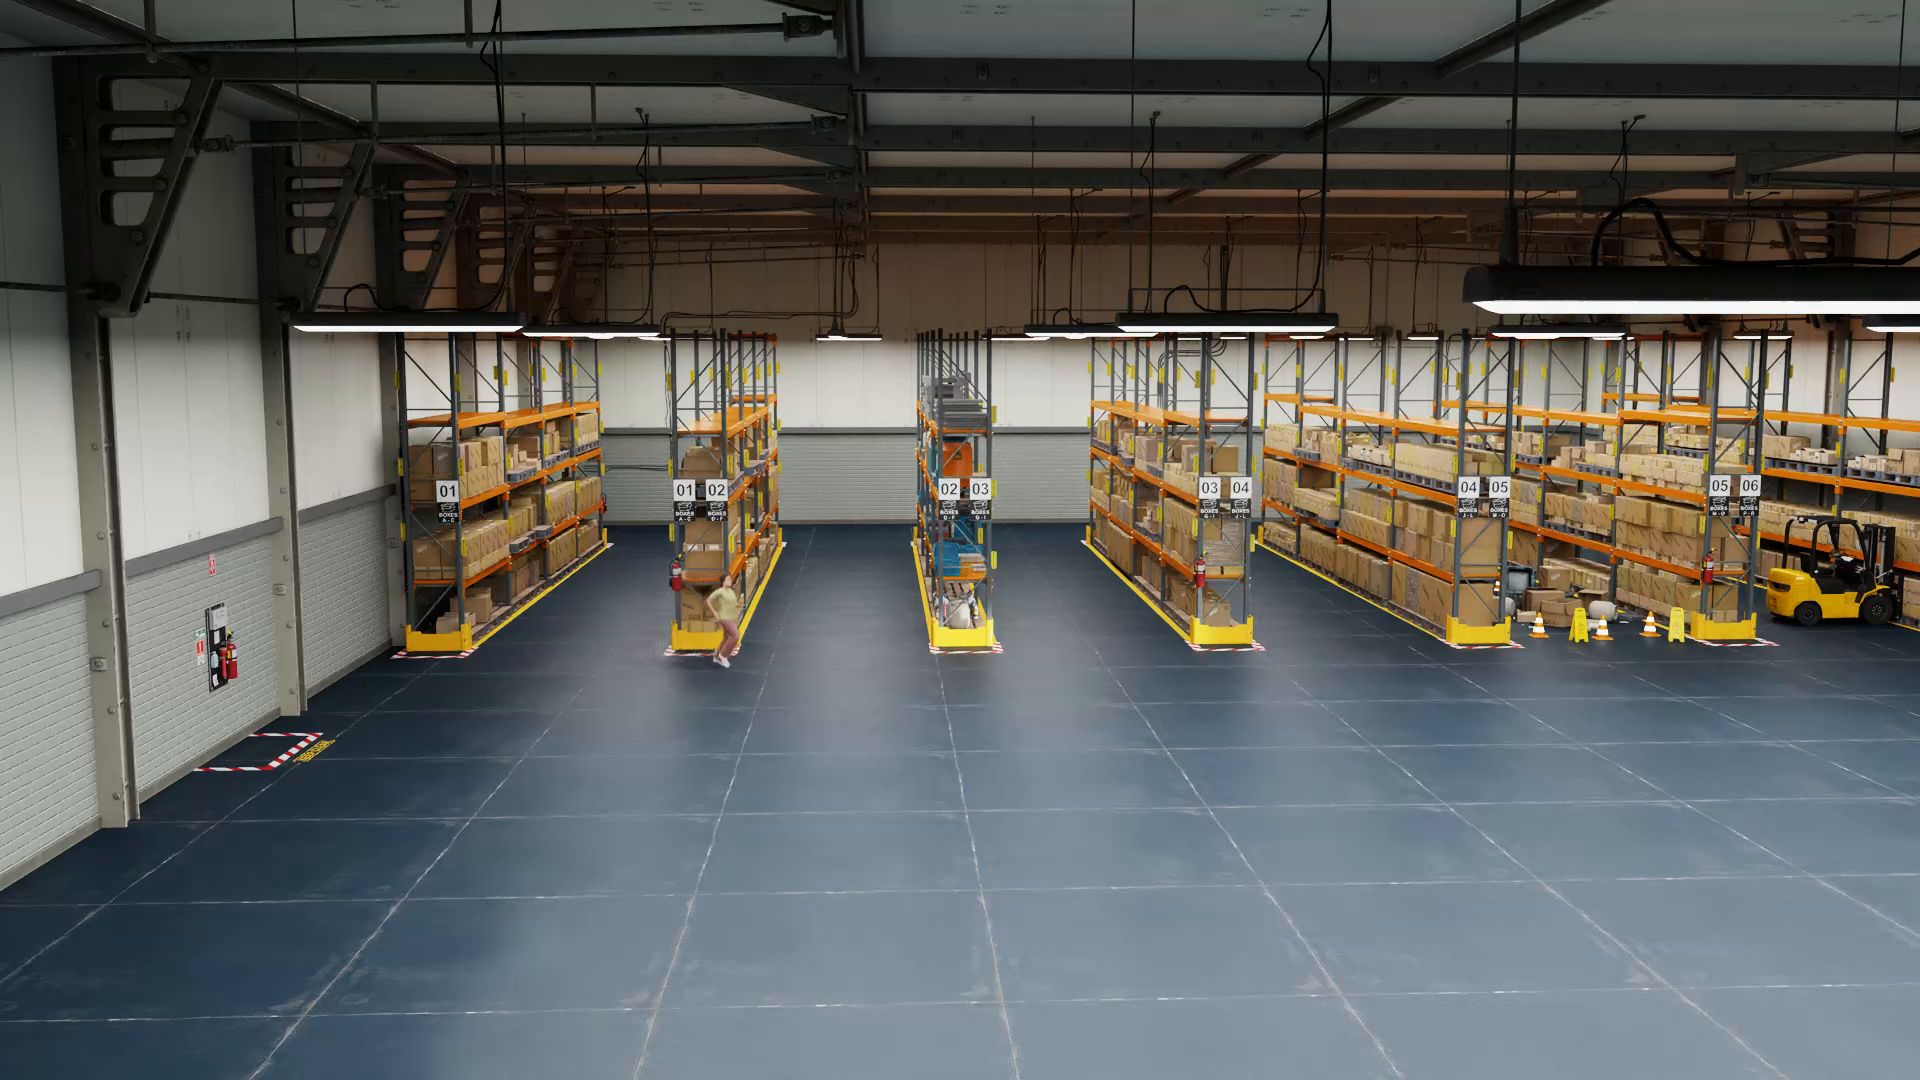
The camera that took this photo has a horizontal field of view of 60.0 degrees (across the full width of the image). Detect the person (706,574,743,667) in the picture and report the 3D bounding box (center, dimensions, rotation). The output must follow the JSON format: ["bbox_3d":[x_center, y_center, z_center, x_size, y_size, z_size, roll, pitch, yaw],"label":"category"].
[{"bbox_3d":[-4.127,1.420,29.506,0.658,1.656,0.555,3,7,25],"label":"person"}]

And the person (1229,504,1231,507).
[{"bbox_3d":[7.586,-0.433,45.567,0.624,1.646,0.677,0,7,1],"label":"person"}]

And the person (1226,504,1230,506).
[{"bbox_3d":[7.403,-0.701,47.474,0.731,1.700,0.632,1,7,9],"label":"person"}]
